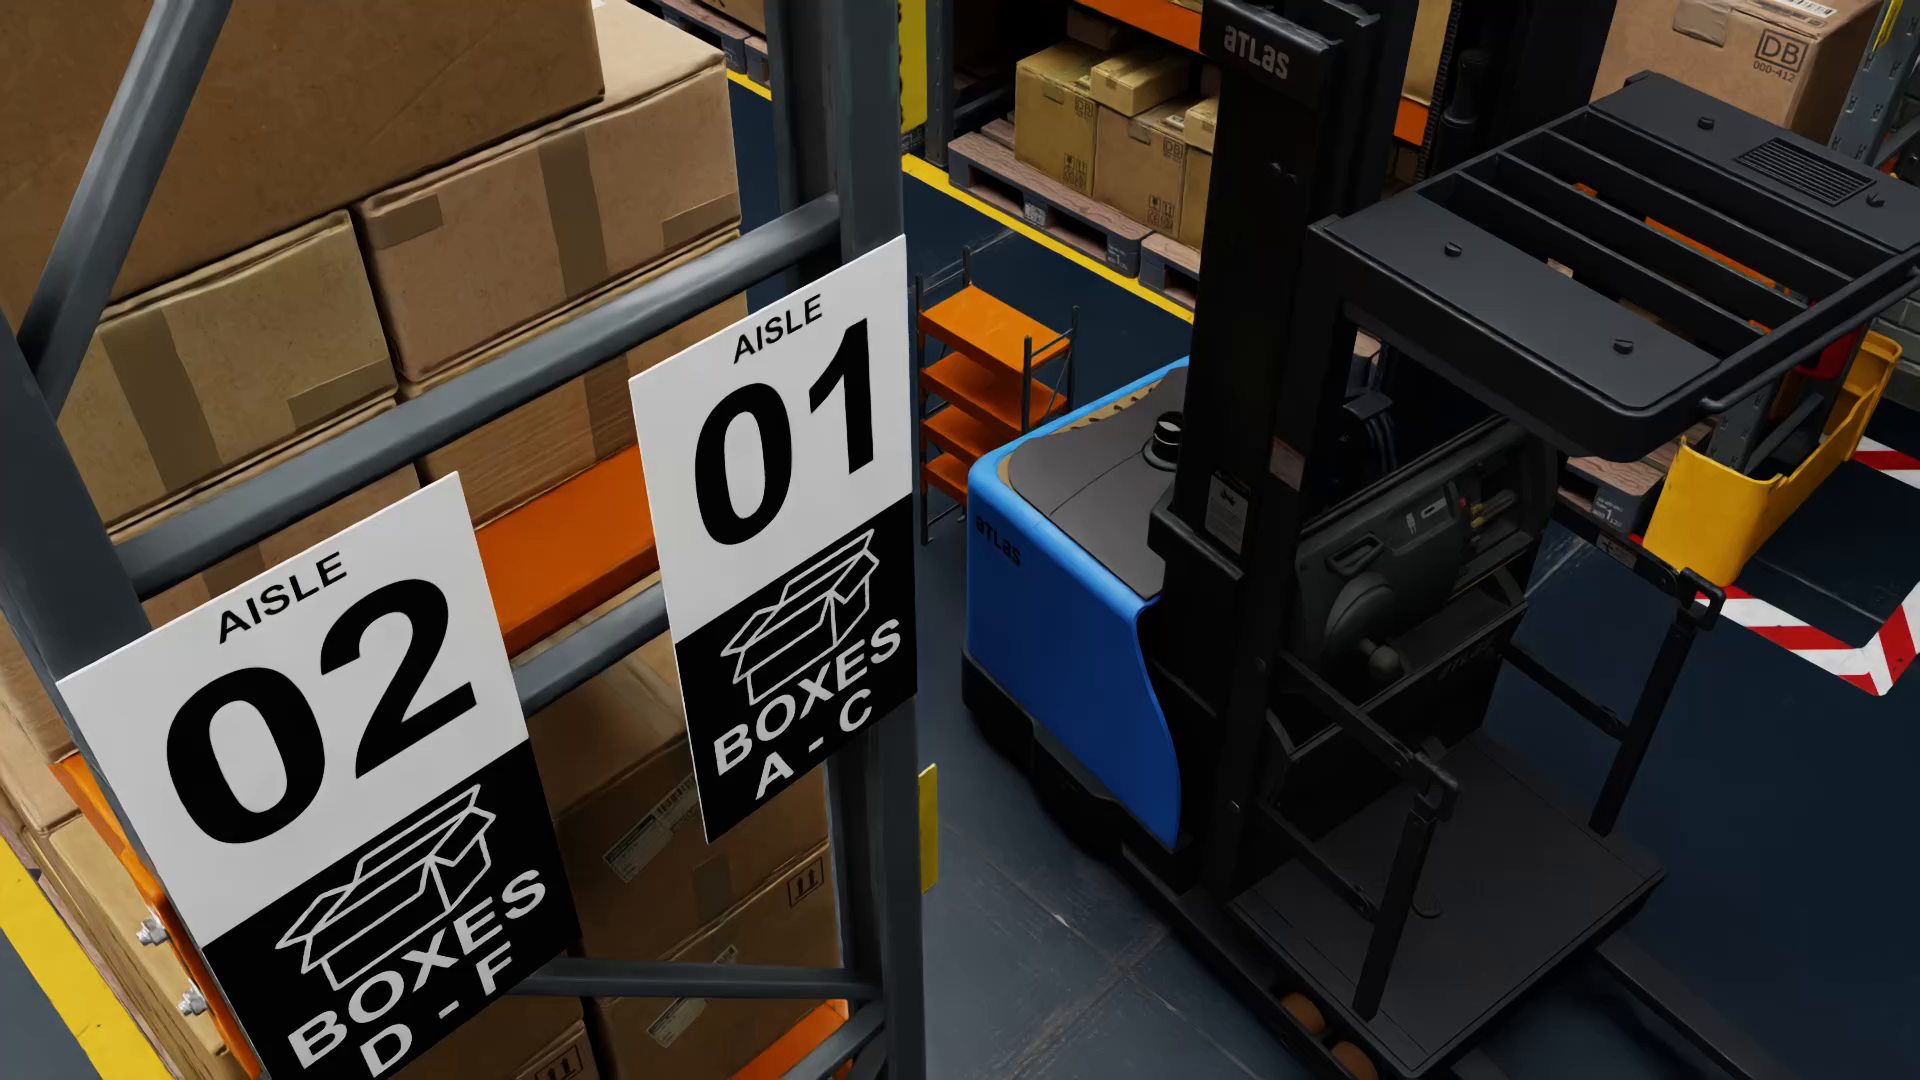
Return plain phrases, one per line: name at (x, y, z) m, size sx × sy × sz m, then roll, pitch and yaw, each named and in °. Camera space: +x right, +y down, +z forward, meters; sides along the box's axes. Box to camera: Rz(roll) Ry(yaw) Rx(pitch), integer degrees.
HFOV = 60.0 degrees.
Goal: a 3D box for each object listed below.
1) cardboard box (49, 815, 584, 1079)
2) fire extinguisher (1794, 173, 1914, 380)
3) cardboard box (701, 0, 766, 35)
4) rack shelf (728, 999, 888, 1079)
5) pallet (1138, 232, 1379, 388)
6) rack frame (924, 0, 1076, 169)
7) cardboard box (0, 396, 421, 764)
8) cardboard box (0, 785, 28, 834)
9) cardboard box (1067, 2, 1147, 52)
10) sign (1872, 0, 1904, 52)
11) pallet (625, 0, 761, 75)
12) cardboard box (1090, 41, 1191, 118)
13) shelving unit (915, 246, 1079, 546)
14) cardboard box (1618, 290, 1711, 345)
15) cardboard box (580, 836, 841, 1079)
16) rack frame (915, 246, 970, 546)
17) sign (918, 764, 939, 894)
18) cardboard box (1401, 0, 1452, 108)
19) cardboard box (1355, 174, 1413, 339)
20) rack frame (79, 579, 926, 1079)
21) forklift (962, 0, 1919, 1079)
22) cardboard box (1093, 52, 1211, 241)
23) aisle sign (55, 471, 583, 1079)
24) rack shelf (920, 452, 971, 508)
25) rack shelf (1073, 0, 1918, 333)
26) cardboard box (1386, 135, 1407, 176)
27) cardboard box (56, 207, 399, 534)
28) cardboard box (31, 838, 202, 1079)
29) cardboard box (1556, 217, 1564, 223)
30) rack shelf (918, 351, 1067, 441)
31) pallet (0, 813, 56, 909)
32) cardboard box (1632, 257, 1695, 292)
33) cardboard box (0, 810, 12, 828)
cardboard box at (-0.969, 0.606, 2.573) m, size 0.500 × 0.500 × 0.500 m, roll 34°, pitch 52°, yaw 31°
fire extinguisher at (2.825, -0.825, 5.264) m, size 0.296 × 0.674 × 0.183 m, roll -34°, pitch 53°, yaw -31°
cardboard box at (-0.961, -3.246, 8.827) m, size 0.750 × 0.750 × 0.750 m, roll -32°, pitch 52°, yaw -30°
rack shelf at (-1.872, 0.396, 4.142) m, size 1.077 × 0.370 × 4.000 m, roll -34°, pitch 53°, yaw -31°
pallet at (1.568, -1.192, 7.385) m, size 1.003 × 0.211 × 1.213 m, roll -34°, pitch 53°, yaw -31°
rack frame at (0.220, -3.206, 7.509) m, size 1.000 × 3.000 × 0.127 m, roll -34°, pitch 53°, yaw -31°
cardboard box at (-1.009, -0.075, 2.021) m, size 0.500 × 0.250 × 0.500 m, roll -34°, pitch 53°, yaw -31°
cardboard box at (-1.695, 0.117, 3.103) m, size 0.500 × 0.500 × 0.500 m, roll -33°, pitch 52°, yaw -30°
cardboard box at (0.714, -2.436, 7.731) m, size 0.250 × 0.149 × 0.380 m, roll 34°, pitch 52°, yaw 31°
sign at (2.651, -1.543, 4.681) m, size 0.100 × 0.325 × 0.005 m, roll -34°, pitch 53°, yaw -31°
pallet at (-1.244, -3.102, 9.452) m, size 1.003 × 0.211 × 1.213 m, roll -34°, pitch 53°, yaw -31°
cardboard box at (0.788, -2.020, 7.280) m, size 0.380 × 0.149 × 0.250 m, roll -32°, pitch 52°, yaw -30°
shelving unit at (0.117, -0.361, 5.757) m, size 0.258 × 1.200 × 0.503 m, roll -34°, pitch 53°, yaw -31°
cardboard box at (2.480, -0.808, 6.447) m, size 0.700 × 0.500 × 0.500 m, roll -34°, pitch 53°, yaw -31°
cardboard box at (-0.586, 0.716, 3.191) m, size 0.500 × 0.500 × 0.500 m, roll -33°, pitch 52°, yaw -30°
rack frame at (-0.055, -0.478, 5.884) m, size 0.240 × 1.200 × 0.015 m, roll -34°, pitch 53°, yaw -31°
sign at (-0.076, 0.514, 2.845) m, size 0.100 × 0.325 × 0.005 m, roll -34°, pitch 53°, yaw -31°
cardboard box at (2.156, -1.978, 5.960) m, size 0.700 × 0.700 × 0.980 m, roll 34°, pitch 52°, yaw 31°
cardboard box at (1.771, -1.290, 6.968) m, size 0.500 × 0.500 × 0.700 m, roll 32°, pitch 52°, yaw 30°
rack frame at (-0.460, 1.092, 2.858) m, size 1.000 × 3.000 × 0.127 m, roll -34°, pitch 53°, yaw -31°
forklift at (1.295, 0.085, 3.998) m, size 1.130 × 2.935 × 3.031 m, roll -27°, pitch 49°, yaw -26°
cardboard box at (1.028, -1.790, 7.510) m, size 0.500 × 0.500 × 0.700 m, roll 34°, pitch 52°, yaw 31°
aisle sign at (-0.628, 0.317, 1.781) m, size 0.394 × 0.787 × 0.004 m, roll -34°, pitch 53°, yaw -31°
rack shelf at (0.117, -0.166, 5.937) m, size 0.258 × 0.148 × 0.480 m, roll -34°, pitch 53°, yaw -31°
rack shelf at (1.633, -1.980, 6.713) m, size 1.077 × 0.370 × 4.000 m, roll -34°, pitch 53°, yaw -31°
cardboard box at (1.813, -1.691, 6.924) m, size 0.380 × 0.149 × 0.250 m, roll -34°, pitch 52°, yaw -31°
cardboard box at (-1.003, -0.263, 1.856) m, size 0.500 × 0.250 × 0.500 m, roll -34°, pitch 53°, yaw -31°
cardboard box at (-1.337, 0.723, 3.183) m, size 0.500 × 0.500 × 0.500 m, roll -34°, pitch 52°, yaw -31°
cardboard box at (2.079, -1.143, 6.332) m, size 0.380 × 0.149 × 0.250 m, roll -33°, pitch 52°, yaw -30°
rack shelf at (0.117, -0.476, 5.651) m, size 0.258 × 0.148 × 0.480 m, roll -34°, pitch 53°, yaw -31°
pallet at (-2.800, 0.525, 5.527) m, size 1.003 × 0.211 × 1.213 m, roll -34°, pitch 53°, yaw -31°
cardboard box at (2.710, -1.082, 6.265) m, size 0.380 × 0.149 × 0.250 m, roll -34°, pitch 52°, yaw -31°
cardboard box at (-2.042, 0.239, 3.708) m, size 0.500 × 0.500 × 0.500 m, roll 33°, pitch 52°, yaw 31°
